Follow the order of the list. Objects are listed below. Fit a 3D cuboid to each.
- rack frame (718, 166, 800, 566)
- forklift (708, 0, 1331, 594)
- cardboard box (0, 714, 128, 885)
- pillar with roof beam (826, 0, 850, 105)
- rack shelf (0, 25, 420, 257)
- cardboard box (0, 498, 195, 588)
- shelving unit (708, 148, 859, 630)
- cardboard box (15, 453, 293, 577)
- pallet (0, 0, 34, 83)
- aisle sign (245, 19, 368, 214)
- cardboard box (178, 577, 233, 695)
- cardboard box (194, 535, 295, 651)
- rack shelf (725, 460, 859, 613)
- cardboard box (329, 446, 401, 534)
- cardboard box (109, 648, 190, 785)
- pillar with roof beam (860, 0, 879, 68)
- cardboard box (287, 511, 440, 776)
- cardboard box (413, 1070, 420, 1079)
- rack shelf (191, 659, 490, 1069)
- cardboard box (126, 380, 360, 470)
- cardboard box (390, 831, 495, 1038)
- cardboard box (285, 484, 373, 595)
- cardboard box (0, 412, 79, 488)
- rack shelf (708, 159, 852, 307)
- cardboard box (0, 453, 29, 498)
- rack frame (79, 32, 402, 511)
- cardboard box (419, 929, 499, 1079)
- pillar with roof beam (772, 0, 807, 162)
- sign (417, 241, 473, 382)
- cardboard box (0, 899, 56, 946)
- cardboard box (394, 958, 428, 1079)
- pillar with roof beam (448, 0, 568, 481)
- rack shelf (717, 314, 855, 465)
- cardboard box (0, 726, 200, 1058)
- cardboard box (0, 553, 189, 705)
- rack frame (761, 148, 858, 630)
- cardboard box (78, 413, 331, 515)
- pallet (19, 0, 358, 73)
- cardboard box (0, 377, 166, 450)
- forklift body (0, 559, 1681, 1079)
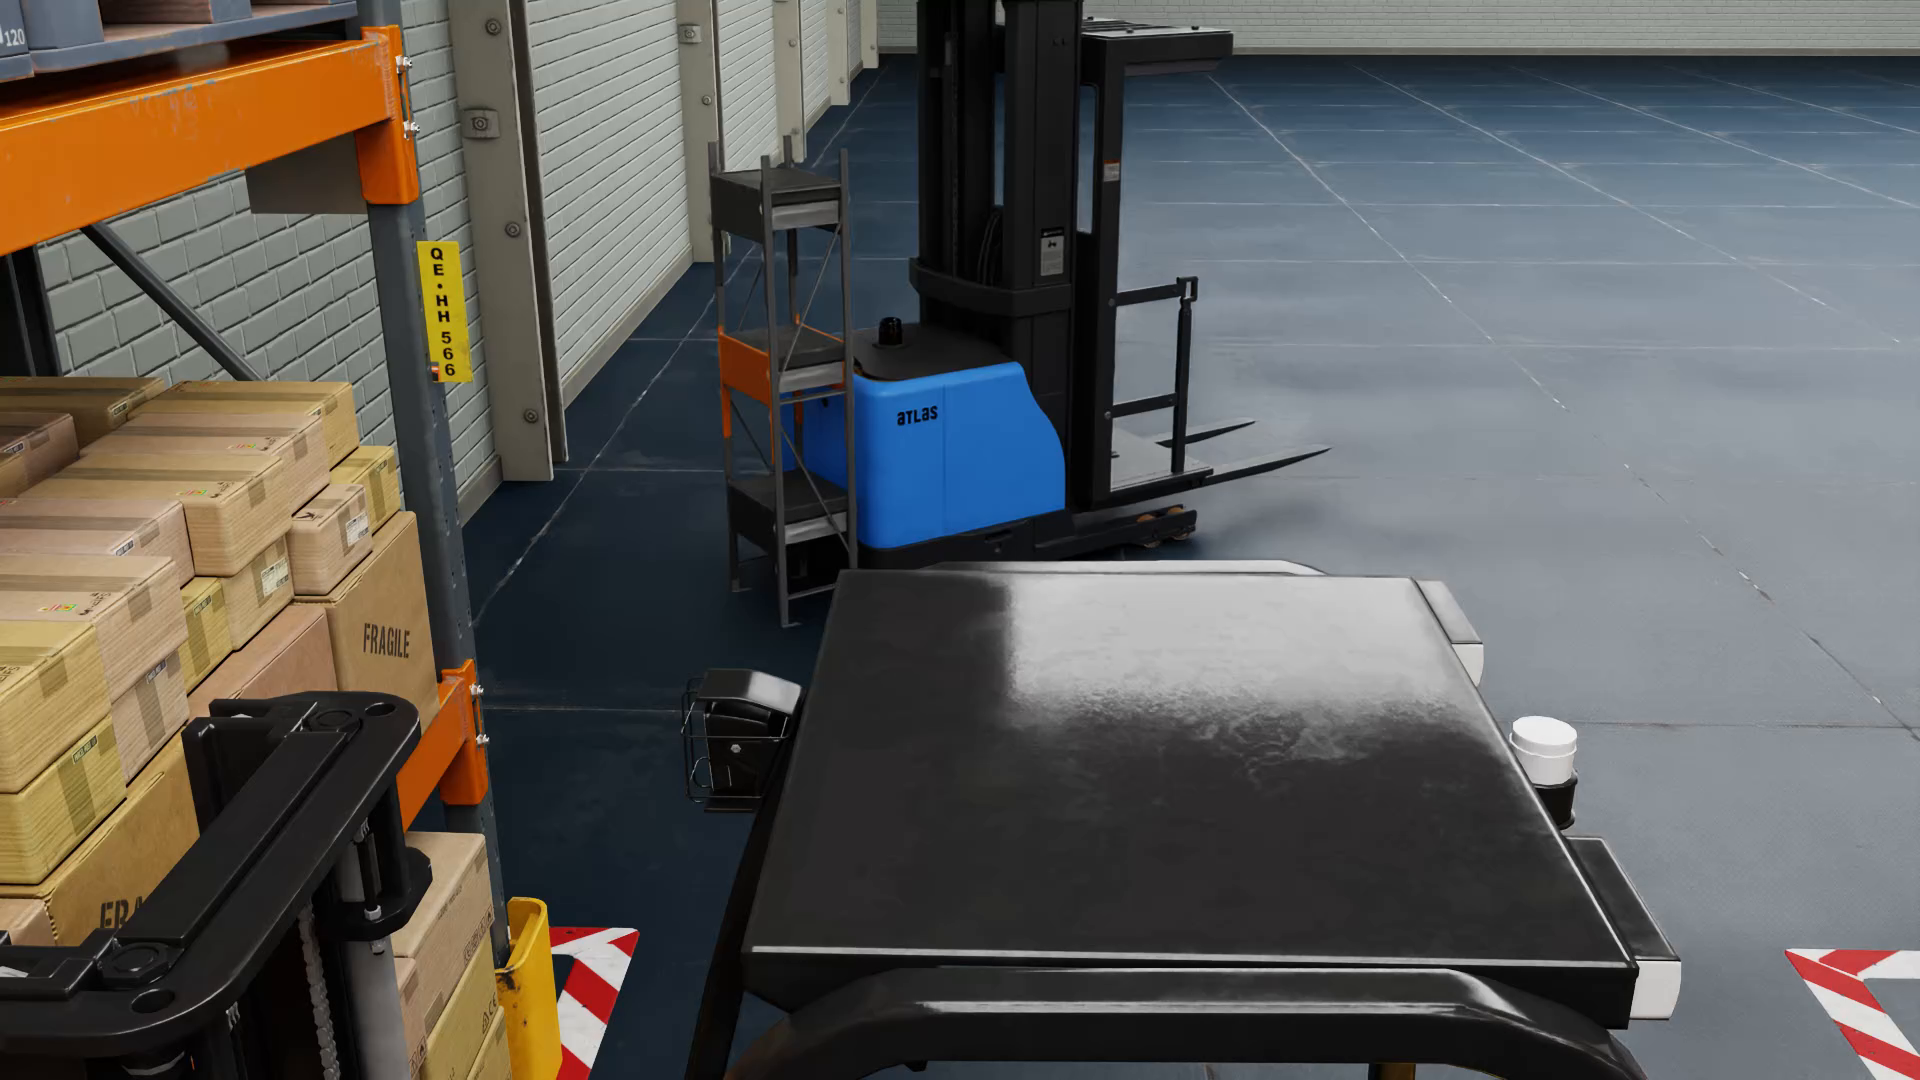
[{"bbox_3d":[-0.912,-0.764,7.595,0.380,1.831,0.006,-14,25,-31],"label":"rack frame"},{"bbox_3d":[0.424,-1.429,8.160,3.474,2.935,1.130,-13,25,-31],"label":"forklift"},{"bbox_3d":[-1.462,0.366,2.405,0.380,0.149,0.250,1,21,2],"label":"cardboard box"},{"bbox_3d":[2.394,-11.063,24.602,9.100,9.000,0.400,1,21,2],"label":"pillar with roof beam"},{"bbox_3d":[-1.778,-0.218,1.792,1.077,0.370,4.000,1,21,2],"label":"rack shelf"},{"bbox_3d":[-1.557,0.040,2.834,0.380,0.149,0.250,1,21,2],"label":"cardboard box"},{"bbox_3d":[-0.773,-0.690,7.405,0.431,2.100,0.499,-14,25,-31],"label":"shelving unit"},{"bbox_3d":[-1.475,-0.049,3.063,0.380,0.149,0.250,1,21,3],"label":"cardboard box"},{"bbox_3d":[-1.799,-0.538,1.743,1.003,0.211,1.213,1,21,2],"label":"pallet"},{"bbox_3d":[-1.422,-1.110,3.650,0.394,0.787,0.004,1,21,2],"label":"aisle sign"},{"bbox_3d":[-1.514,0.177,2.892,0.380,0.149,0.250,0,21,1],"label":"cardboard box"},{"bbox_3d":[-1.495,0.087,3.122,0.380,0.149,0.250,1,21,3],"label":"cardboard box"},{"bbox_3d":[-0.775,-0.026,7.665,0.431,0.518,0.480,-14,25,-31],"label":"rack shelf"},{"bbox_3d":[-1.448,-0.099,3.601,0.380,0.149,0.250,1,21,2],"label":"cardboard box"},{"bbox_3d":[-1.475,0.274,2.641,0.380,0.149,0.250,0,21,0],"label":"cardboard box"},{"bbox_3d":[2.576,-13.233,30.193,9.100,9.000,0.400,1,21,2],"label":"pillar with roof beam"},{"bbox_3d":[-1.470,0.256,3.584,0.500,0.500,0.500,0,21,0],"label":"cardboard box"},{"bbox_3d":[-1.446,1.336,3.469,0.500,0.250,0.500,0,21,1],"label":"cardboard box"},{"bbox_3d":[-1.778,1.181,2.334,1.077,0.370,4.000,1,21,2],"label":"rack shelf"},{"bbox_3d":[-1.517,-0.234,3.539,0.380,0.149,0.250,1,21,2],"label":"cardboard box"},{"bbox_3d":[-1.419,0.912,3.870,0.500,0.250,0.500,1,21,3],"label":"cardboard box"},{"bbox_3d":[-1.426,-0.006,3.362,0.380,0.149,0.250,1,21,2],"label":"cardboard box"},{"bbox_3d":[-2.012,-0.151,3.326,0.380,0.149,0.250,1,21,3],"label":"cardboard box"},{"bbox_3d":[-0.775,-1.331,7.159,0.431,0.518,0.480,-14,25,-31],"label":"rack shelf"},{"bbox_3d":[-1.977,-0.057,3.082,0.380,0.149,0.250,1,21,3],"label":"cardboard box"},{"bbox_3d":[-1.714,0.122,4.068,0.949,2.616,0.053,1,21,2],"label":"rack frame"},{"bbox_3d":[-1.420,1.154,3.936,0.500,0.250,0.500,0,21,1],"label":"cardboard box"},{"bbox_3d":[2.211,-8.894,19.011,9.100,9.000,0.400,1,21,2],"label":"pillar with roof beam"},{"bbox_3d":[-1.175,-0.517,3.787,0.100,0.325,0.005,1,21,2],"label":"sign"},{"bbox_3d":[-1.514,0.811,2.154,0.500,0.500,0.500,1,21,2],"label":"cardboard box"},{"bbox_3d":[-1.429,1.097,3.394,0.500,0.250,0.500,1,21,3],"label":"cardboard box"},{"bbox_3d":[1.846,-4.555,7.828,9.100,9.000,0.400,1,21,2],"label":"pillar with roof beam"},{"bbox_3d":[-0.775,-0.678,7.412,0.431,0.518,0.480,-14,25,-31],"label":"rack shelf"},{"bbox_3d":[-1.510,0.629,2.623,0.500,0.500,0.500,0,21,1],"label":"cardboard box"},{"bbox_3d":[-1.454,0.135,2.588,0.380,0.149,0.250,1,21,3],"label":"cardboard box"},{"bbox_3d":[-0.638,-0.618,7.218,0.400,2.100,0.015,-14,25,-31],"label":"rack frame"},{"bbox_3d":[-1.494,-0.144,3.308,0.380,0.149,0.250,1,21,2],"label":"cardboard box"},{"bbox_3d":[-1.765,-0.980,2.883,1.003,0.211,1.213,1,21,2],"label":"pallet"},{"bbox_3d":[-1.941,-0.247,3.572,0.380,0.149,0.250,0,21,1],"label":"cardboard box"},{"bbox_3d":[0.049,1.223,2.403,2.313,2.155,1.214,1,21,2],"label":"forklift body"}]
